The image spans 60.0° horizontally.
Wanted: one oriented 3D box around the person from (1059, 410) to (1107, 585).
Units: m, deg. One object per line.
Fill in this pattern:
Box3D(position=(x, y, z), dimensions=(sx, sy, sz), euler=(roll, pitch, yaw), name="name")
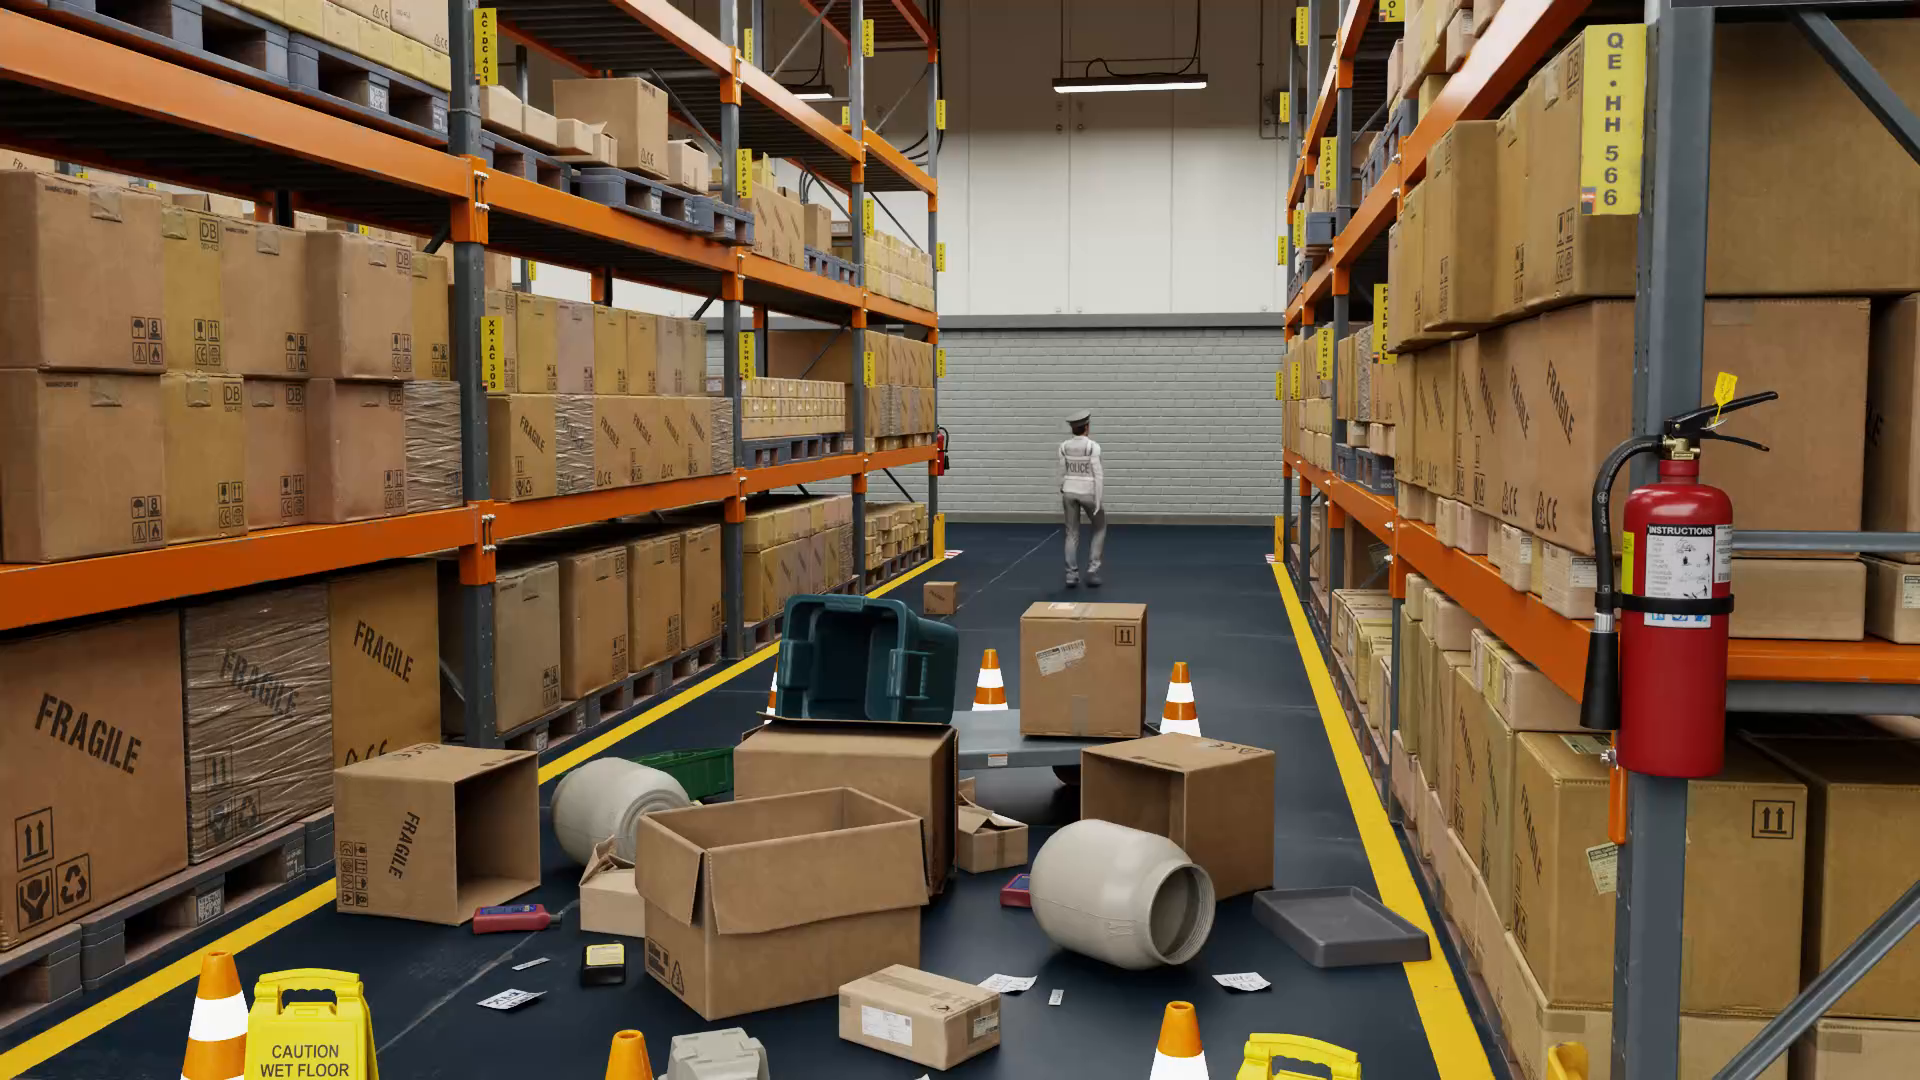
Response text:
Box3D(position=(1.193, -0.392, 16.147), dimensions=(0.491, 1.728, 0.478), euler=(2, 5, 23), name="person")
